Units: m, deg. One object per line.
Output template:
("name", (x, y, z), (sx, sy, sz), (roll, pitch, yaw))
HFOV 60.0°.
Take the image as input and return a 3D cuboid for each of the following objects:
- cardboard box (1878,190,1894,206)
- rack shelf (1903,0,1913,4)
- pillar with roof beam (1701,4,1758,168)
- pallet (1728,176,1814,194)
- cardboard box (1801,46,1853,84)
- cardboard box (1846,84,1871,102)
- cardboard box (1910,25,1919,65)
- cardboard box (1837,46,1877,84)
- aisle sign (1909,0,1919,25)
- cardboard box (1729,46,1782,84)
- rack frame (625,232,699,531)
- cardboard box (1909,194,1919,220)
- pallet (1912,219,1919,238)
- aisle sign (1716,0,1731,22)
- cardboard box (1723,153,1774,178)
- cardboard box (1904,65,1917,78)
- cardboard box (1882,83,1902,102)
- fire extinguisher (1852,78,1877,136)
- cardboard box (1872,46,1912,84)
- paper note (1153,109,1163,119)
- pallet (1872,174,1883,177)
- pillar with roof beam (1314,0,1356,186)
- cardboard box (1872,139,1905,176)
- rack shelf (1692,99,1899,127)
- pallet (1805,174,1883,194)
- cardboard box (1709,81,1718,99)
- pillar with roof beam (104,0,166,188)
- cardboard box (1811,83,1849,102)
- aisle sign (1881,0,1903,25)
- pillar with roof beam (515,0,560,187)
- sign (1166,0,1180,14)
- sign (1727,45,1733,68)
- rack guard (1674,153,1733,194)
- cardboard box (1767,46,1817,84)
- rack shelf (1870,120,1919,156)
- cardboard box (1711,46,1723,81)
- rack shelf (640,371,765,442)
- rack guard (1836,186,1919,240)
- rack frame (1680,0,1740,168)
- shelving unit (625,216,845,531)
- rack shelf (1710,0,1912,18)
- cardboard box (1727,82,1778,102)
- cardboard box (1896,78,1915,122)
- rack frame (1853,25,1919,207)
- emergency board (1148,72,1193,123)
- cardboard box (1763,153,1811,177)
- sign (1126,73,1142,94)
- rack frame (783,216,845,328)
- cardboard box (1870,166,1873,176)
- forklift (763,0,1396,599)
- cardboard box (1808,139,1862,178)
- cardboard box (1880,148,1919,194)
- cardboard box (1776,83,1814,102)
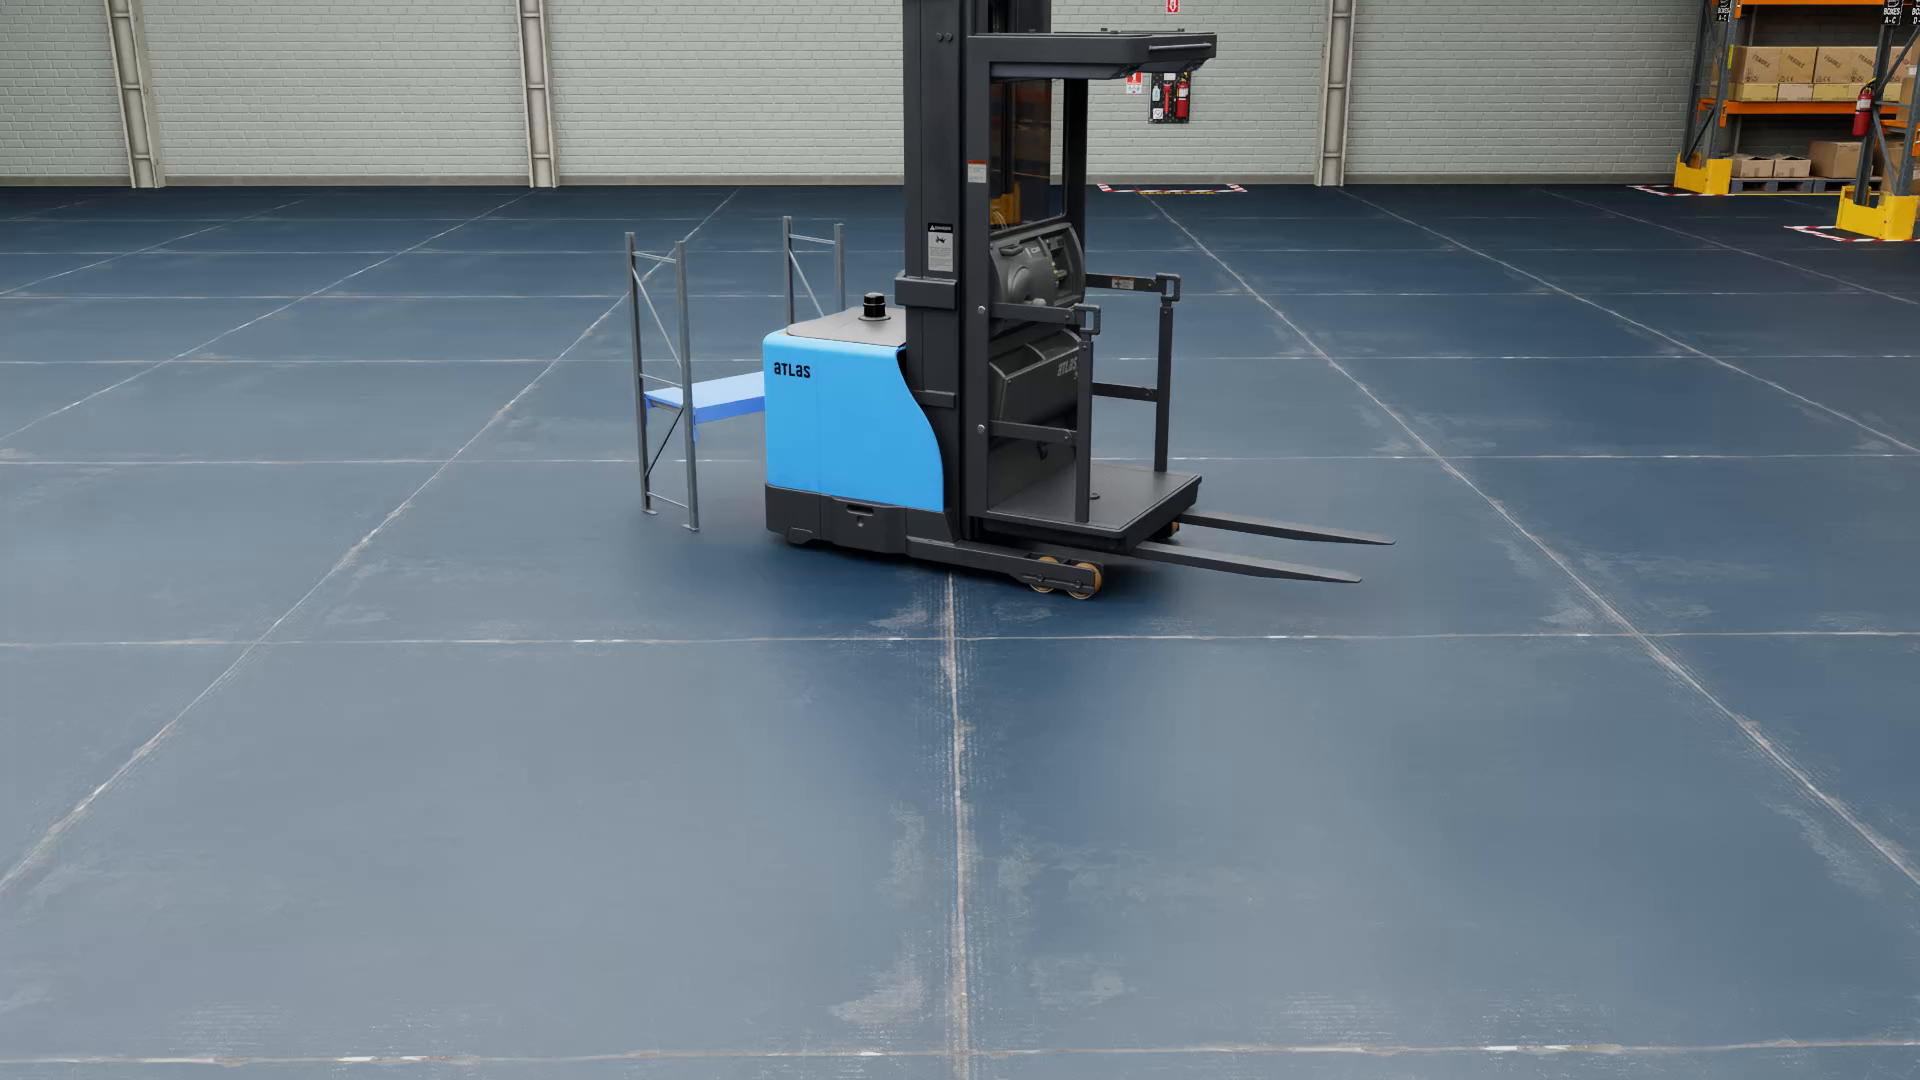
("cardboard box", (11.591, -4.121, 20.297), (0.500, 0.250, 0.500), (0, 18, -1))
("rack shelf", (13.059, -6.233, 19.334), (4.000, 0.370, 1.077), (0, 18, -1))
("pillar with roof beam", (11.732, -8.460, 20.187), (0.400, 9.000, 9.100), (0, 18, -1))
("pallet", (11.866, -5.316, 24.774), (1.213, 0.211, 1.003), (0, 18, -1))
("cardboard box", (12.471, -6.856, 23.994), (0.500, 0.500, 0.500), (-1, 18, -3))
("cardboard box", (13.004, -6.503, 24.122), (0.500, 0.250, 0.500), (0, 18, 0))
("cardboard box", (11.579, -5.801, 19.434), (0.500, 0.500, 0.700), (0, 18, -1))
("cardboard box", (12.987, -6.862, 24.013), (0.500, 0.500, 0.500), (0, 18, 1))
("aisle sign", (10.999, -6.281, 18.962), (0.004, 0.787, 0.394), (0, 18, -1))
("cardboard box", (11.460, -6.856, 23.994), (0.500, 0.500, 0.500), (0, 18, -1))
("rack frame", (-1.548, -0.819, 8.647), (0.032, 1.500, 0.500), (-16, 24, -41))
("cardboard box", (11.599, -3.963, 19.804), (0.500, 0.250, 0.500), (0, 18, -1))
("pallet", (11.823, -3.826, 20.129), (1.213, 0.211, 1.003), (0, 18, -1))
("aisle sign", (10.910, -7.796, 23.684), (0.004, 0.787, 0.394), (0, 18, -1))
("cardboard box", (11.671, -5.555, 24.636), (0.500, 0.311, 0.500), (-2, 18, -7))
("cardboard box", (11.439, -5.554, 19.725), (0.250, 0.149, 0.380), (-1, 18, -2))
("cardboard box", (13.507, -6.506, 24.131), (0.500, 0.250, 0.500), (0, 18, -1))
("fire extinguisher", (10.934, -5.242, 20.104), (0.183, 0.674, 0.296), (0, 18, -1))
("cardboard box", (13.507, -6.865, 24.022), (0.500, 0.500, 0.500), (-1, 18, -2))
("paper note", (3.015, -6.489, 25.309), (0.142, 0.148, 0.016), (0, 18, -1))
("pallet", (14.306, -5.328, 24.810), (1.213, 0.211, 1.003), (0, 18, -1))
("pillar with roof beam", (5.733, -8.431, 20.097), (0.400, 9.000, 9.100), (0, 18, -1))
("cardboard box", (13.940, -5.672, 24.689), (0.500, 0.500, 0.500), (-2, 18, -5))
("rack shelf", (12.977, -6.317, 24.508), (4.000, 0.370, 1.077), (0, 18, -1))
("pallet", (13.083, -5.321, 24.789), (1.213, 0.211, 1.003), (0, 18, -1))
("cardboard box", (11.442, -6.650, 24.580), (0.500, 0.250, 0.500), (0, 18, 0))
("pillar with roof beam", (-12.265, -8.344, 19.826), (0.400, 9.000, 9.100), (0, 18, -1))
("cardboard box", (12.499, -6.501, 24.116), (0.500, 0.250, 0.500), (-1, 18, -2))
("aisle sign", (10.989, -6.465, 19.533), (0.004, 0.787, 0.394), (0, 18, -1))
("pillar with roof beam", (-6.266, -8.373, 19.917), (0.400, 9.000, 9.100), (0, 18, -1))
("sign", (3.183, -8.023, 24.852), (0.199, 0.298, 0.001), (0, 18, -1))
("sign", (10.986, -6.897, 23.719), (0.005, 0.325, 0.100), (0, 18, -1))
("rack guard", (11.054, -5.460, 24.751), (0.348, 0.500, 1.175), (0, 18, -1))
("cardboard box", (11.954, -6.855, 23.992), (0.500, 0.500, 0.500), (0, 18, -1))
("rack shelf", (13.059, -4.804, 19.792), (4.000, 0.370, 1.077), (0, 18, -1))
("cardboard box", (11.446, -7.013, 24.483), (0.500, 0.500, 0.500), (0, 18, -1))
("rack shelf", (-1.176, -0.754, 9.032), (1.000, 0.185, 0.538), (-16, 24, -41))
("rack guard", (11.036, -3.947, 20.033), (0.348, 0.500, 1.175), (0, 18, -1))
("rack frame", (10.978, -6.650, 24.368), (0.127, 3.000, 1.000), (0, 18, -1))
("shelving unit", (-1.176, -0.925, 8.977), (1.048, 1.500, 0.538), (-16, 24, -41))
("rack shelf", (12.977, -7.746, 24.050), (4.000, 0.370, 1.077), (0, 18, -1))
("cardboard box", (11.471, -6.494, 24.093), (0.500, 0.250, 0.500), (-1, 18, -2))
("cardboard box", (11.526, -5.183, 19.631), (0.500, 0.500, 0.700), (0, 18, -1))
("rack frame", (11.060, -5.137, 19.652), (0.127, 3.000, 1.000), (0, 18, -1))
("emergency board", (3.193, -6.889, 25.111), (0.643, 1.169, 0.194), (0, 18, -1))
("cardboard box", (12.241, -5.558, 24.645), (0.500, 0.311, 0.500), (1, 18, 4))
("sign", (2.639, -6.935, 25.196), (0.234, 0.329, 0.001), (0, 18, -1))
("rack frame", (-0.805, -1.031, 9.308), (0.032, 1.500, 0.500), (-16, 24, -41))
("cardboard box", (13.378, -5.520, 24.791), (0.250, 0.149, 0.380), (-2, 18, -5))
("forklift", (0.555, -1.306, 7.822), (3.031, 2.935, 1.130), (9, 20, 26))
("cardboard box", (12.975, -5.636, 24.579), (0.500, 0.500, 0.700), (-1, 18, -4))
("cardboard box", (11.591, -4.479, 20.184), (0.500, 0.500, 0.500), (0, 18, -1))
("cardboard box", (11.989, -6.501, 24.114), (0.500, 0.250, 0.500), (-1, 18, -3))
